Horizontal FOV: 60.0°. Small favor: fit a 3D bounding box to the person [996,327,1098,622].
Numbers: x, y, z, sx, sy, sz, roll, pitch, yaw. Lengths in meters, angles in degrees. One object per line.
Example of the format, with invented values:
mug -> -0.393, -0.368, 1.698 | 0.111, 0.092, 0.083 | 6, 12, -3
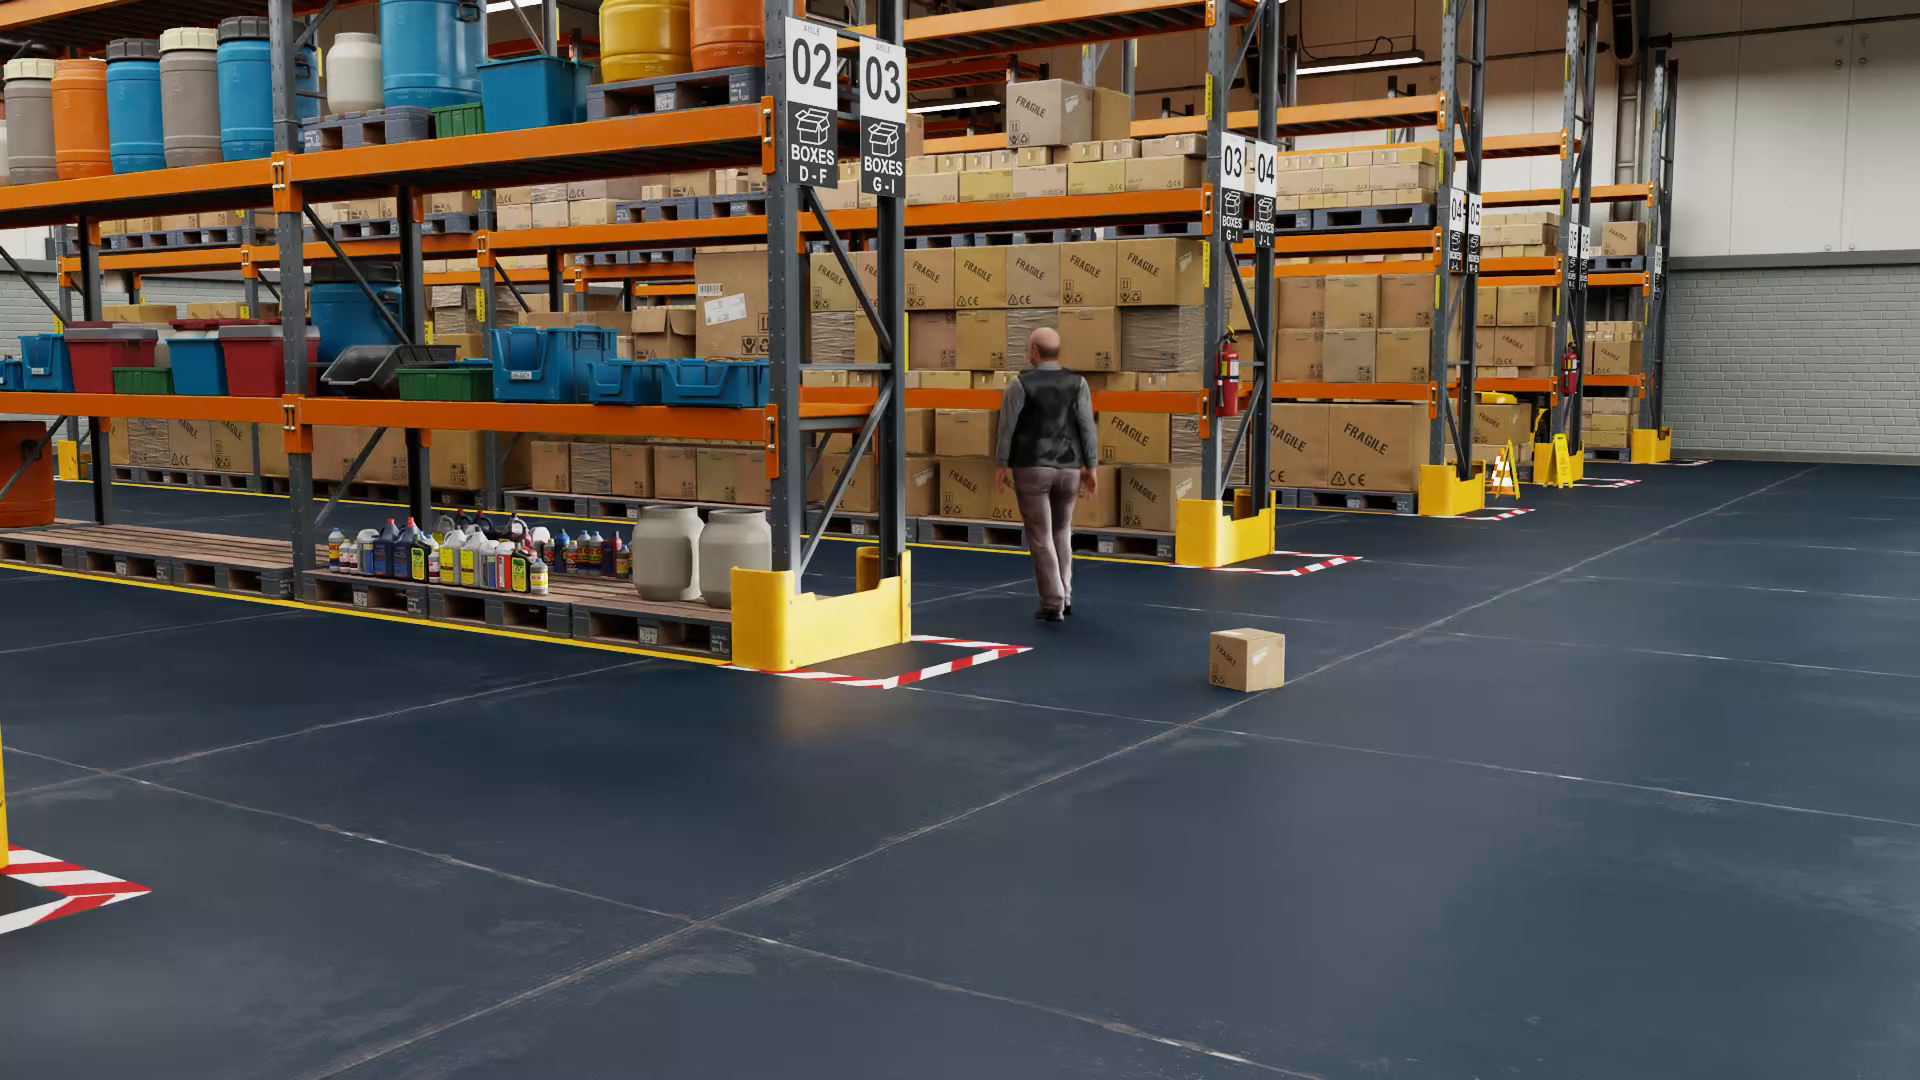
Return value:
person -> 0.493, -0.363, 9.781 | 0.577, 1.761, 0.635 | -2, 7, -18
